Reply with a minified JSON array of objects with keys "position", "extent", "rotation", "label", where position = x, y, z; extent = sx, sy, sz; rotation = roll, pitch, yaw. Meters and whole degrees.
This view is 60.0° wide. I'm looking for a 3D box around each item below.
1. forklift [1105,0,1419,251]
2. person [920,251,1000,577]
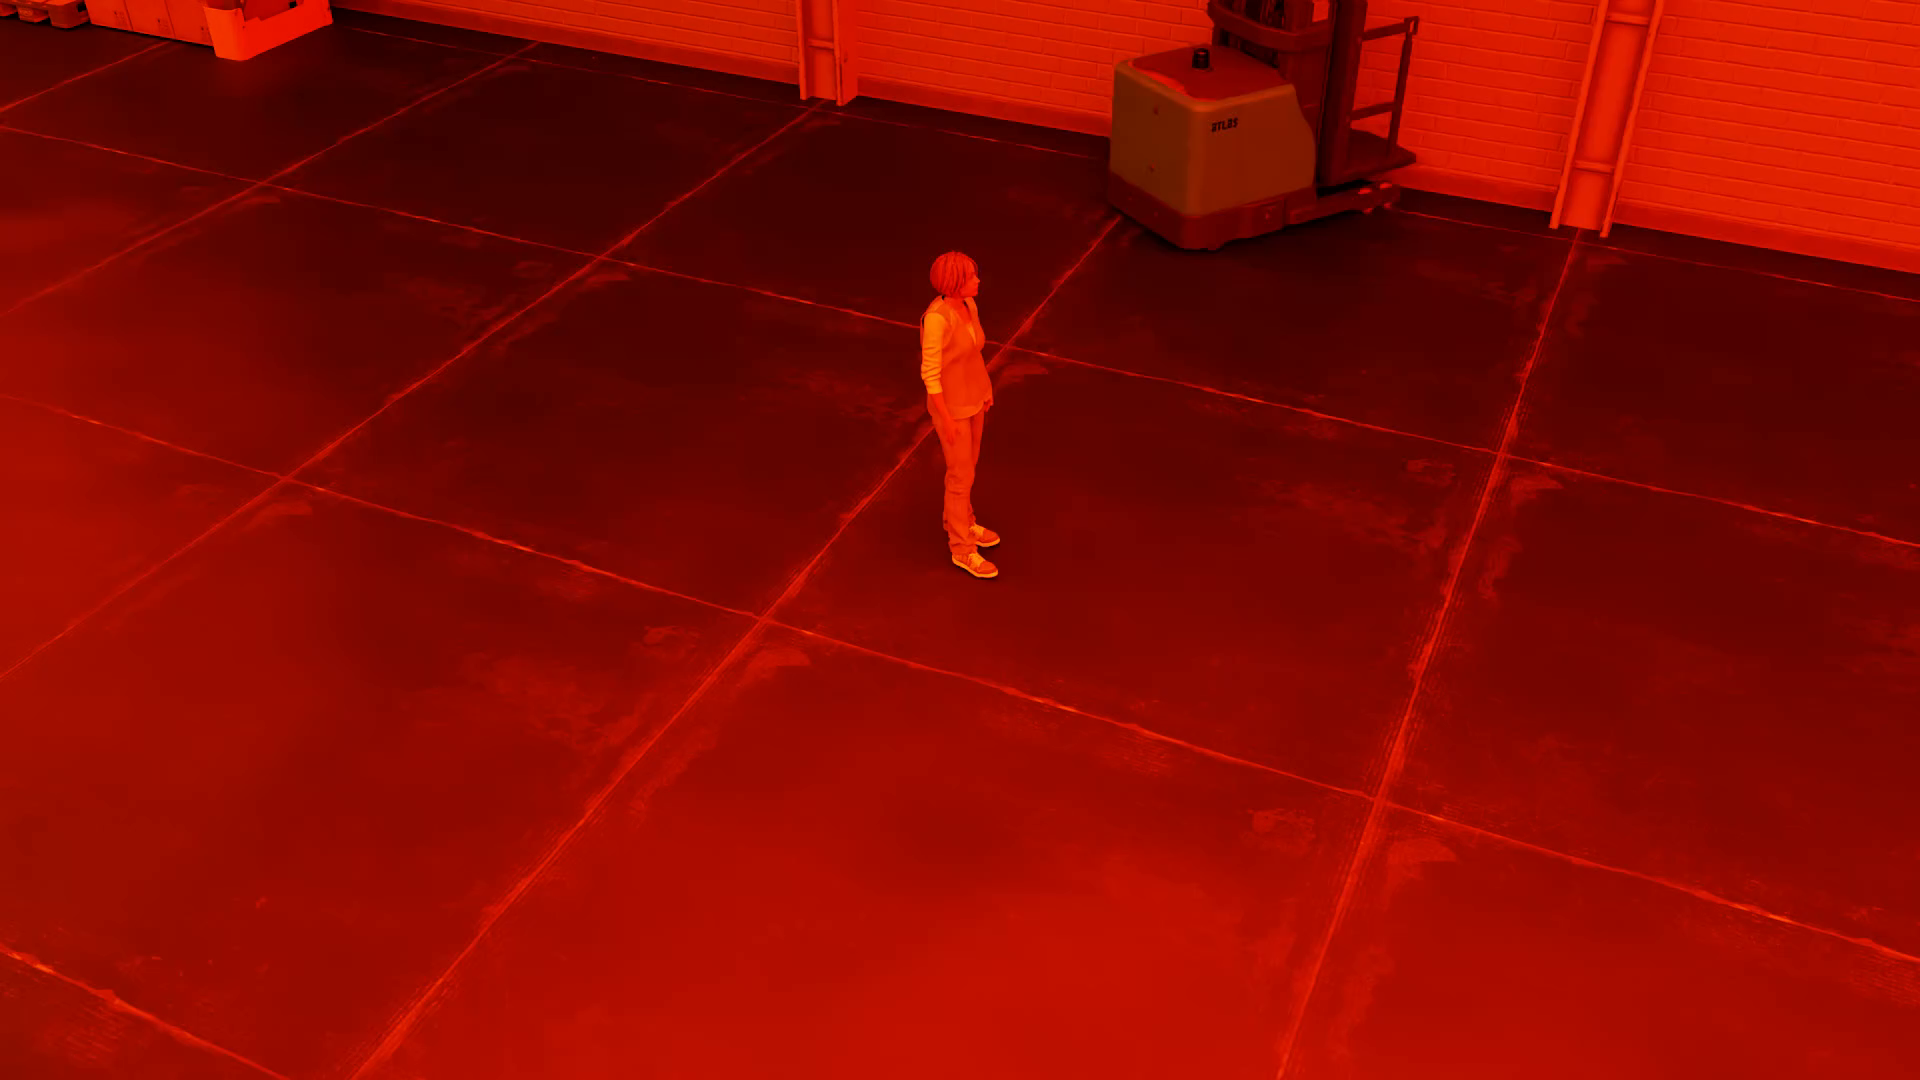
[{"position":[2.568,-3.780,11.386],"extent":[3.031,2.935,1.130],"rotation":[-19,40,-24],"label":"forklift"},{"position":[0.061,-0.631,8.107],"extent":[0.475,1.597,0.520],"rotation":[15,38,20],"label":"person"}]
